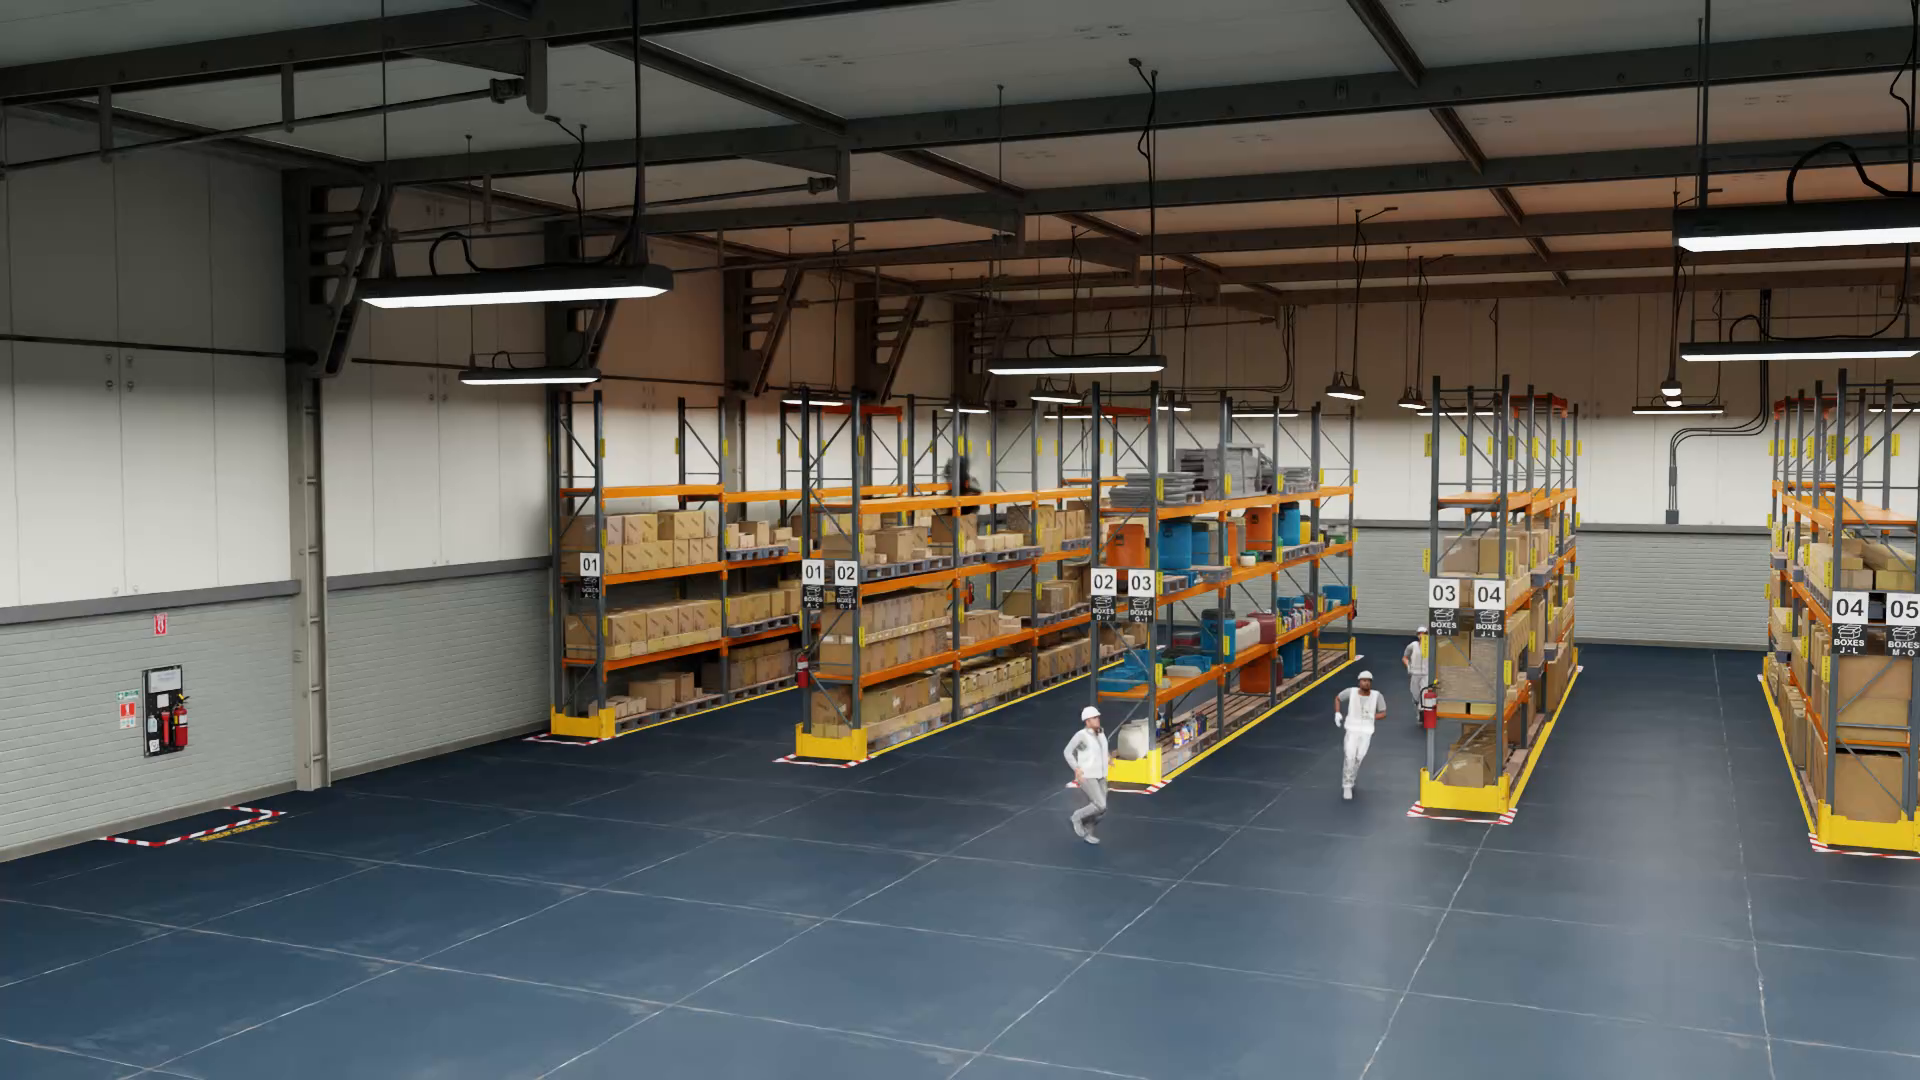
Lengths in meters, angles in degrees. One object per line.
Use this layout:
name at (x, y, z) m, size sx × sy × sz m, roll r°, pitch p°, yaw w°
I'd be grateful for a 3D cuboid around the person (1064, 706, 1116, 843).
person at (1.704, 2.976, 20.999) m, size 0.566 × 1.732 × 0.650 m, roll 3°, pitch 4°, yaw 45°

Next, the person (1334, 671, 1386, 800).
person at (5.798, 2.788, 24.063) m, size 0.706 × 1.808 × 0.904 m, roll 0°, pitch 3°, yaw 3°

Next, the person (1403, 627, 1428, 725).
person at (8.385, 2.452, 30.198) m, size 0.674 × 1.756 × 0.806 m, roll 1°, pitch 3°, yaw 14°
